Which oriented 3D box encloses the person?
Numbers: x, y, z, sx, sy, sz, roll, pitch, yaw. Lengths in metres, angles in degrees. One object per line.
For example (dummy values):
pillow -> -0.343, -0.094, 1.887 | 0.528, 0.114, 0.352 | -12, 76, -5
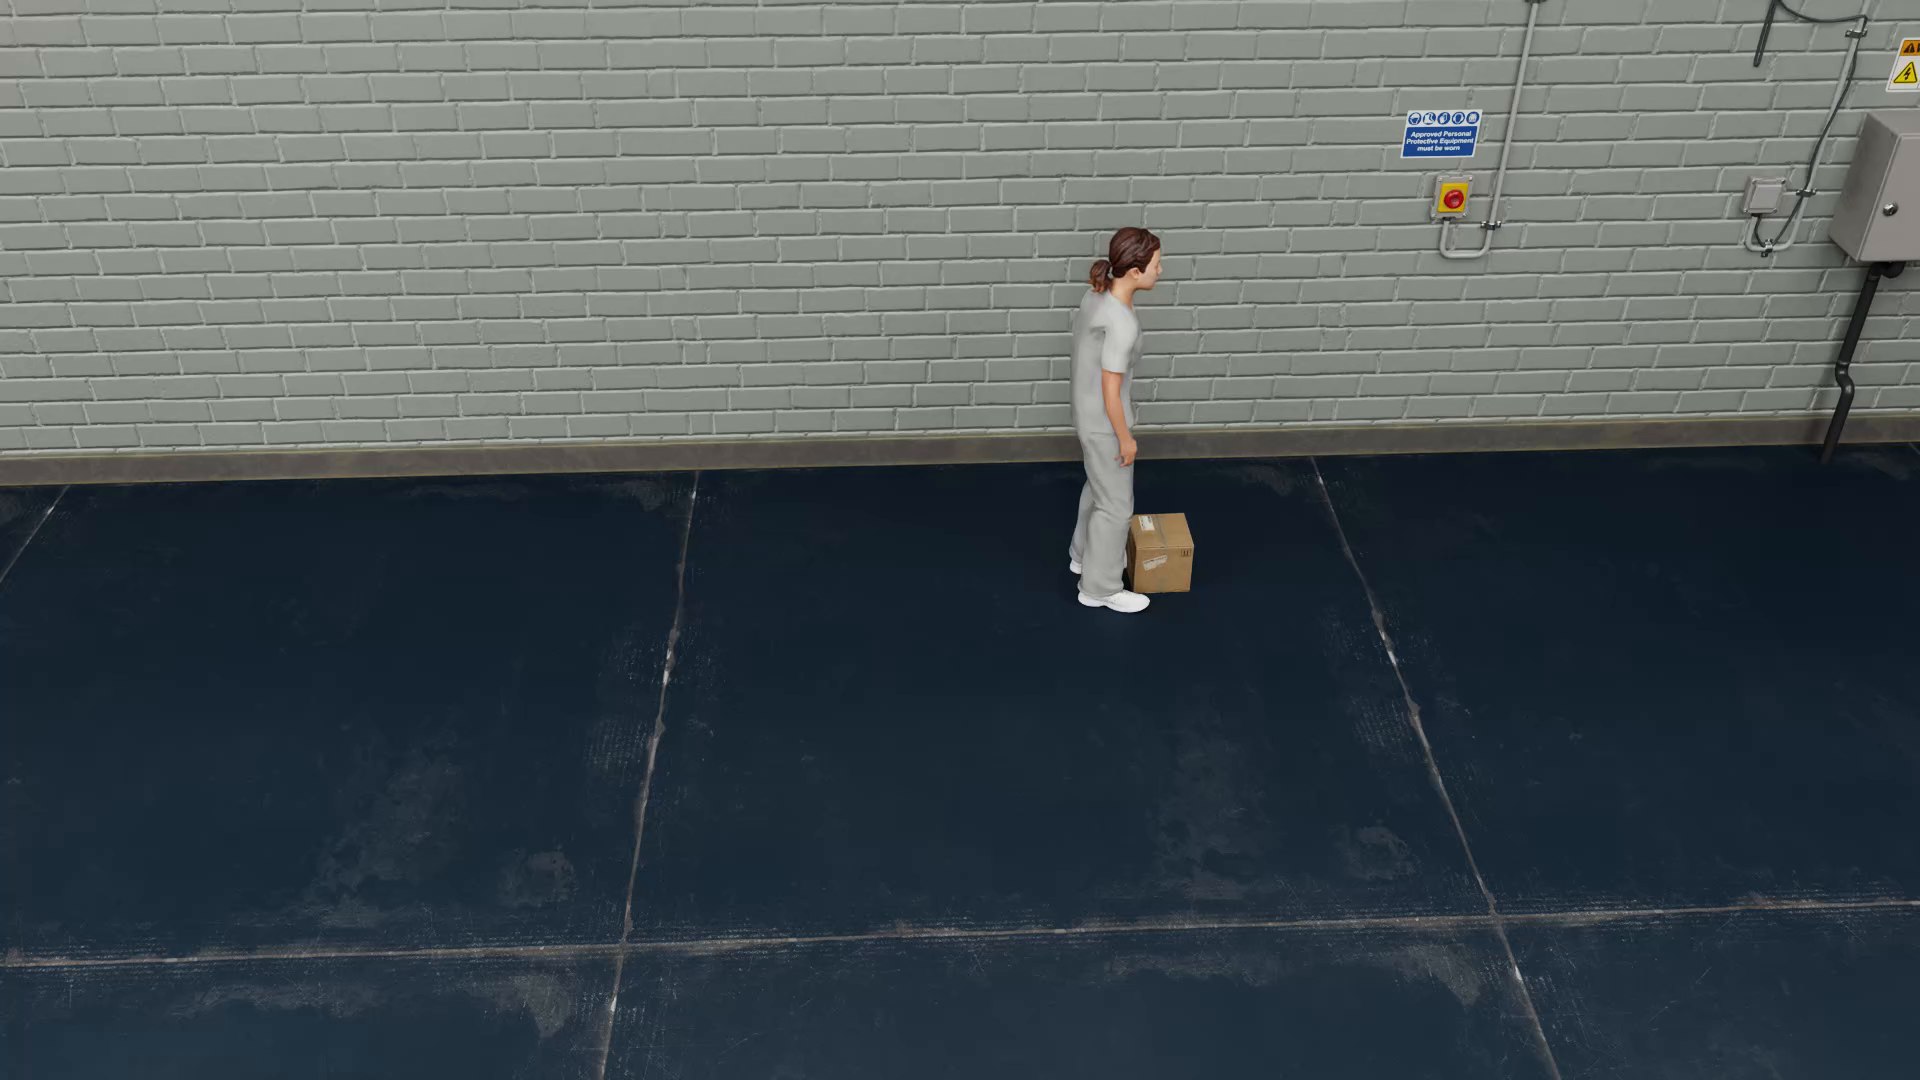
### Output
person -> 0.629, -0.503, 6.855 | 0.359, 1.673, 0.488 | -1, 35, -2
